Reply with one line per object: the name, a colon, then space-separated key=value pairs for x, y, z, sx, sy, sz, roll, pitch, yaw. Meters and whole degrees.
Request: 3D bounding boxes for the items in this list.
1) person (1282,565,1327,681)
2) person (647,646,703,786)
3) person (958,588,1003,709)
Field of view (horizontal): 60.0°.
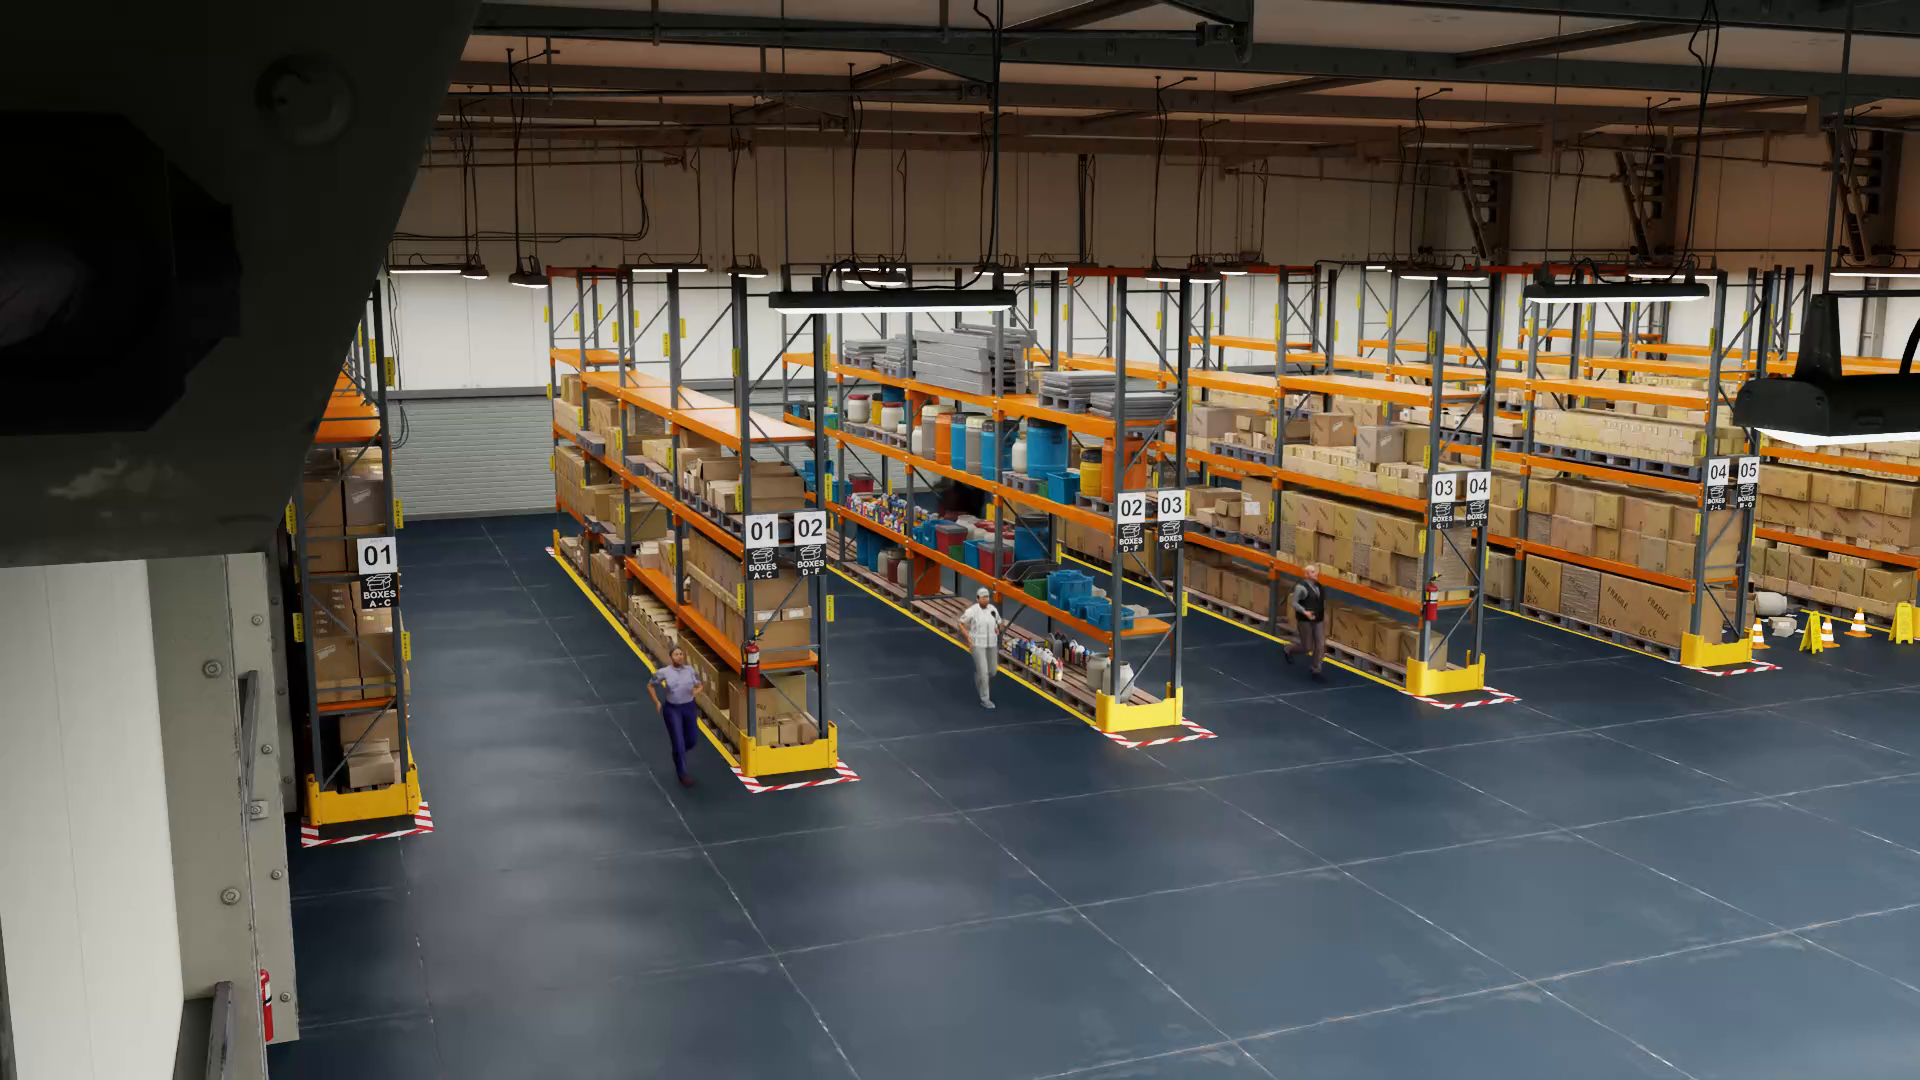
person: x=5.202 y=1.216 z=24.844 sx=0.664 sy=1.707 sz=0.845 roll=-6 pitch=12 yaw=-31
person: x=-3.374 y=2.081 z=19.999 sx=0.638 sy=1.610 sz=0.870 roll=-6 pitch=12 yaw=-31
person: x=0.315 y=1.482 z=23.402 sx=0.619 sy=1.638 sz=0.862 roll=-4 pitch=11 yaw=-24
